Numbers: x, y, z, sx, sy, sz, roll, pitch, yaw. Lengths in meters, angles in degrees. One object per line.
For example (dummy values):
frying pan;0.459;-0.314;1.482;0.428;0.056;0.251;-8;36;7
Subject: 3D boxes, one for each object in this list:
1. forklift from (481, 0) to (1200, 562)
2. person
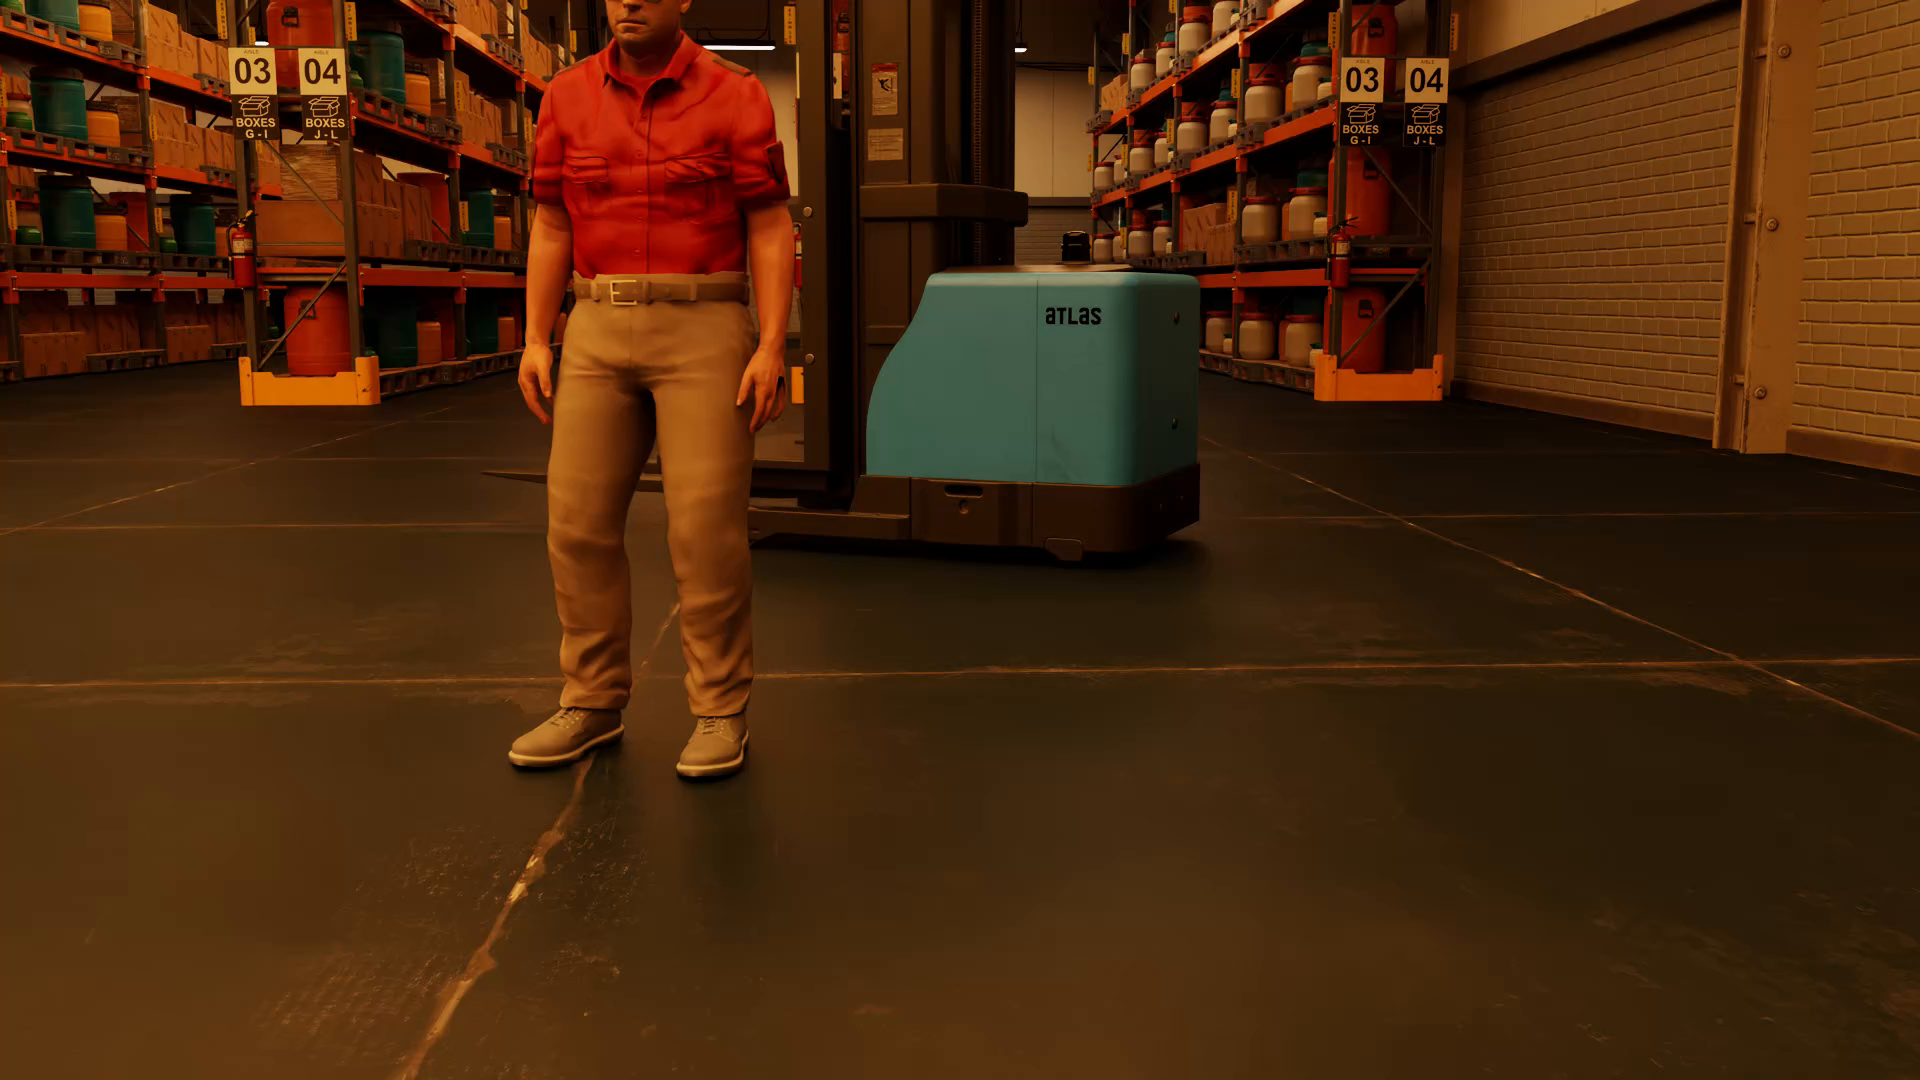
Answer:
forklift;-0.579;-1.486;6.835;3.031;2.935;1.130;4;9;23
person;-0.650;-0.384;3.514;0.598;1.725;0.399;1;9;10
